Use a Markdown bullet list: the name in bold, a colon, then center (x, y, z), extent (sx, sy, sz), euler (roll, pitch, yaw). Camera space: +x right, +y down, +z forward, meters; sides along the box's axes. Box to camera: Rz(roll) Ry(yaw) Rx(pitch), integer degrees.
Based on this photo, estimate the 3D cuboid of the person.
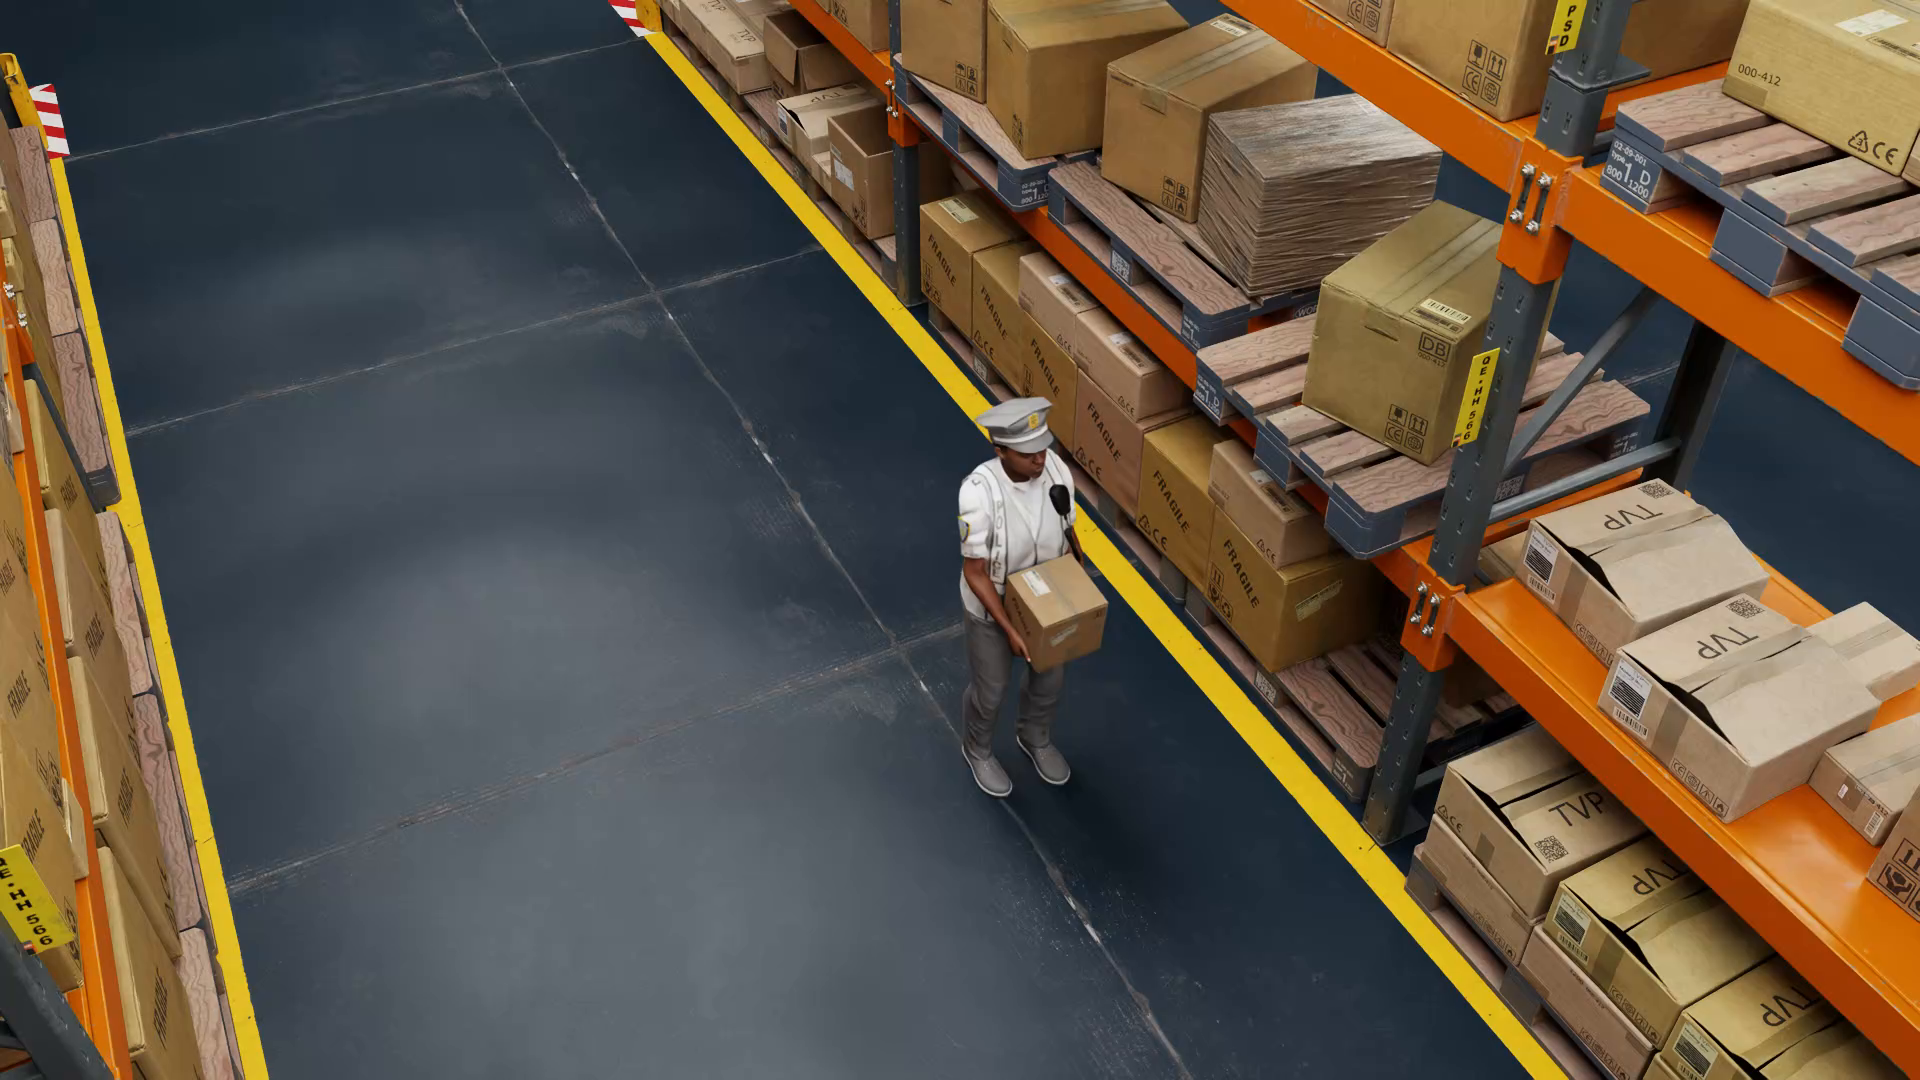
- **person**: center (0.233, 0.254, 5.855), extent (0.450, 1.690, 0.514), euler (-19, 45, -21)
